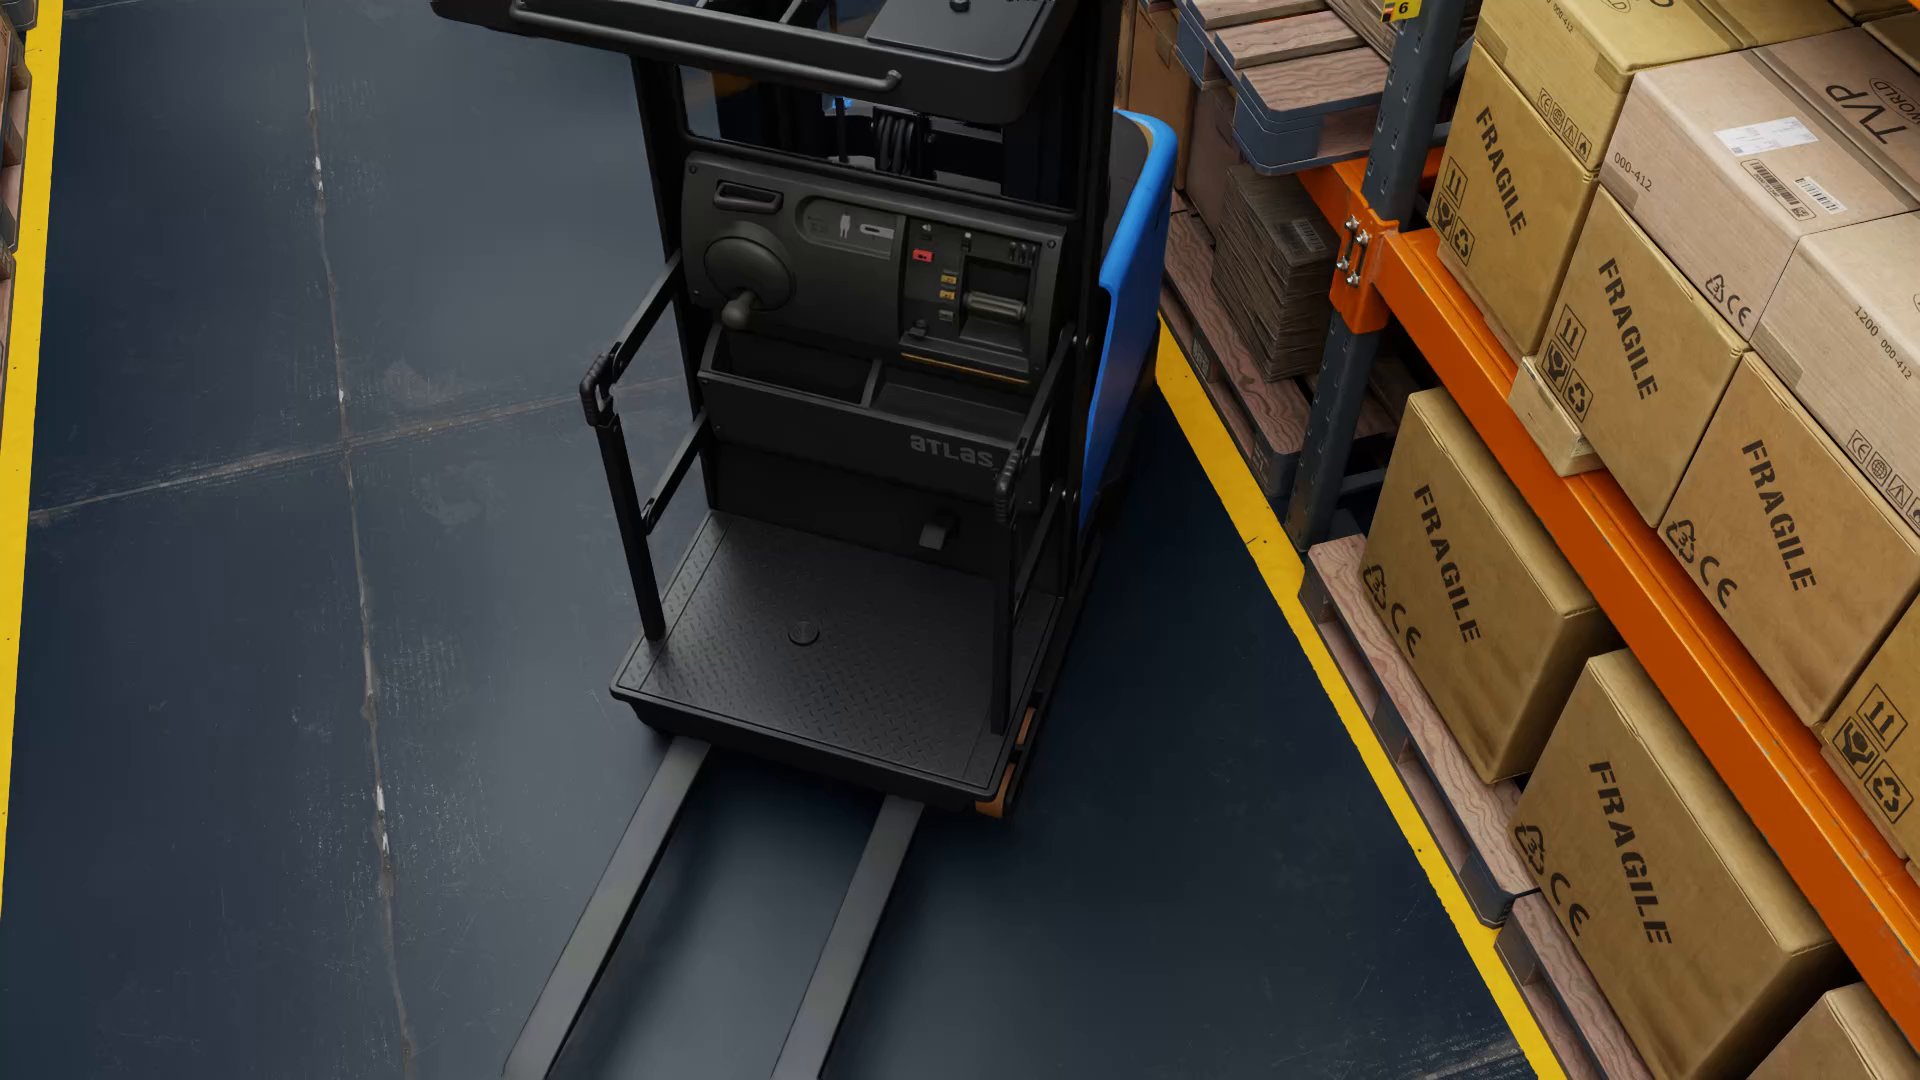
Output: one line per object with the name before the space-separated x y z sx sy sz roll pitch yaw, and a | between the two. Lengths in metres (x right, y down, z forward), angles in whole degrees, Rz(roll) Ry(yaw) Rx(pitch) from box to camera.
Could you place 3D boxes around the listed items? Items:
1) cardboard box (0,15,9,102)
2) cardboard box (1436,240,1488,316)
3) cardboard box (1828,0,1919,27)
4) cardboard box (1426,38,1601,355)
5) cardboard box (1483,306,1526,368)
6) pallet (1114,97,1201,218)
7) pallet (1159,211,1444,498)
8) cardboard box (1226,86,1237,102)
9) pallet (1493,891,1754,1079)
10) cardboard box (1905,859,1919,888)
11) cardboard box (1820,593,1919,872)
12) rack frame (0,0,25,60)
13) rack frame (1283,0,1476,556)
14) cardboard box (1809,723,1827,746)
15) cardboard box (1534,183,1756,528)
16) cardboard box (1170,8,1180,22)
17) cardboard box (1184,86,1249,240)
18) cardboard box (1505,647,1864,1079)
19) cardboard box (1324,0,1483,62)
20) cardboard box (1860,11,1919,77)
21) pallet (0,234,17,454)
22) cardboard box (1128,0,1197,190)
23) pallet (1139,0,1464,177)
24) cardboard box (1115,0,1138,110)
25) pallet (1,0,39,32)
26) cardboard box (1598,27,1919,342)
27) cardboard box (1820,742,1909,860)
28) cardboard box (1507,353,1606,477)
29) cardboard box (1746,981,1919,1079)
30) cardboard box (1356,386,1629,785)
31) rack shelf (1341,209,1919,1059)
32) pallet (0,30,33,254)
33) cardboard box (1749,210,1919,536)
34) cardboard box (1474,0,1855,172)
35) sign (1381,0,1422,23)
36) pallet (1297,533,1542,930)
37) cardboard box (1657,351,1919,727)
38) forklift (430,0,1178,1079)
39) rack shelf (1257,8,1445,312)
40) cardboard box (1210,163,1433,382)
cardboard box | -3.992 -1.888 6.403 0.500 0.250 0.500 -14 51 -11
cardboard box | 1.399 -0.710 4.038 0.380 0.149 0.250 -14 51 -12
cardboard box | 1.904 -1.181 3.520 0.500 0.250 0.500 -12 51 -10
cardboard box | 1.422 -0.799 3.689 0.500 0.500 0.500 -12 51 -10
cardboard box | 1.465 -0.524 3.881 0.380 0.149 0.250 -13 51 -10
pallet | 0.936 -1.639 6.494 1.003 0.211 1.213 -13 51 -11
pallet | 1.293 -0.749 5.744 1.003 0.211 1.213 -13 51 -11
cardboard box | 1.151 -1.599 5.493 0.500 0.250 0.500 -12 51 -10
pallet | 2.041 1.304 4.013 1.003 0.211 1.213 -13 51 -11
cardboard box | 1.934 0.602 2.932 0.380 0.149 0.250 -12 51 -10
cardboard box | 1.875 0.327 2.740 0.500 0.500 0.500 -12 51 -10
rack frame | -4.391 -2.876 5.712 1.000 3.000 0.127 -13 51 -11
rack frame | 1.523 -1.077 4.196 1.000 3.000 0.127 -13 51 -11
cardboard box | 1.806 0.224 3.251 0.380 0.149 0.250 -13 51 -10
cardboard box | 1.568 -0.414 3.364 0.500 0.500 0.500 -12 51 -10
cardboard box | 0.994 -1.974 5.809 0.500 0.250 0.500 -14 51 -11
cardboard box | 1.219 -1.330 5.756 0.700 0.500 0.500 -13 51 -11
cardboard box | 1.868 0.688 3.839 0.750 0.750 0.750 -14 51 -11
cardboard box | 1.374 -1.592 4.277 0.700 0.500 0.500 -19 52 -15
cardboard box | 2.054 -0.802 3.200 0.500 0.250 0.500 -15 51 -12
pallet | -3.772 -0.555 5.580 1.003 0.211 1.213 -13 51 -11
cardboard box | 1.045 -1.686 6.057 0.700 0.500 0.500 -14 51 -11
pallet | 1.210 -1.512 4.688 1.213 0.211 1.003 -13 51 -11
cardboard box | 0.886 -2.053 6.366 0.700 0.500 0.500 -13 51 -11
pallet | -4.587 -2.567 7.276 1.003 0.211 1.213 -13 51 -11
cardboard box | 1.570 -0.671 3.090 0.500 0.250 0.500 -14 51 -11
cardboard box | 1.863 0.408 3.095 0.380 0.149 0.250 -13 51 -11
cardboard box | 1.463 -0.311 3.701 0.380 0.149 0.250 -12 51 -10
cardboard box | 2.123 1.308 3.317 0.750 0.750 0.750 -12 51 -10
cardboard box | 1.615 0.047 4.380 0.750 0.750 0.750 -14 51 -11
rack shelf | 2.114 0.616 3.240 1.077 0.370 4.000 -13 51 -11
pallet | -4.136 -1.448 6.332 1.003 0.211 1.213 -13 51 -11
cardboard box | 1.722 -0.307 2.783 0.500 0.250 0.500 -13 51 -11
cardboard box | 1.419 -1.042 3.403 0.500 0.250 0.500 -12 51 -10
sign | 1.007 -1.295 3.674 0.100 0.325 0.005 -13 51 -11
pallet | 1.684 0.415 4.762 1.003 0.211 1.213 -13 51 -11
cardboard box | 1.713 -0.052 3.059 0.500 0.500 0.500 -14 51 -11
forklift | -0.283 -0.533 3.782 1.130 2.935 3.031 14 51 12
rack shelf | 0.931 -2.306 5.703 1.077 0.370 4.000 -13 51 -11
cardboard box | 1.260 -0.927 5.417 0.700 0.500 0.500 -13 51 -10
